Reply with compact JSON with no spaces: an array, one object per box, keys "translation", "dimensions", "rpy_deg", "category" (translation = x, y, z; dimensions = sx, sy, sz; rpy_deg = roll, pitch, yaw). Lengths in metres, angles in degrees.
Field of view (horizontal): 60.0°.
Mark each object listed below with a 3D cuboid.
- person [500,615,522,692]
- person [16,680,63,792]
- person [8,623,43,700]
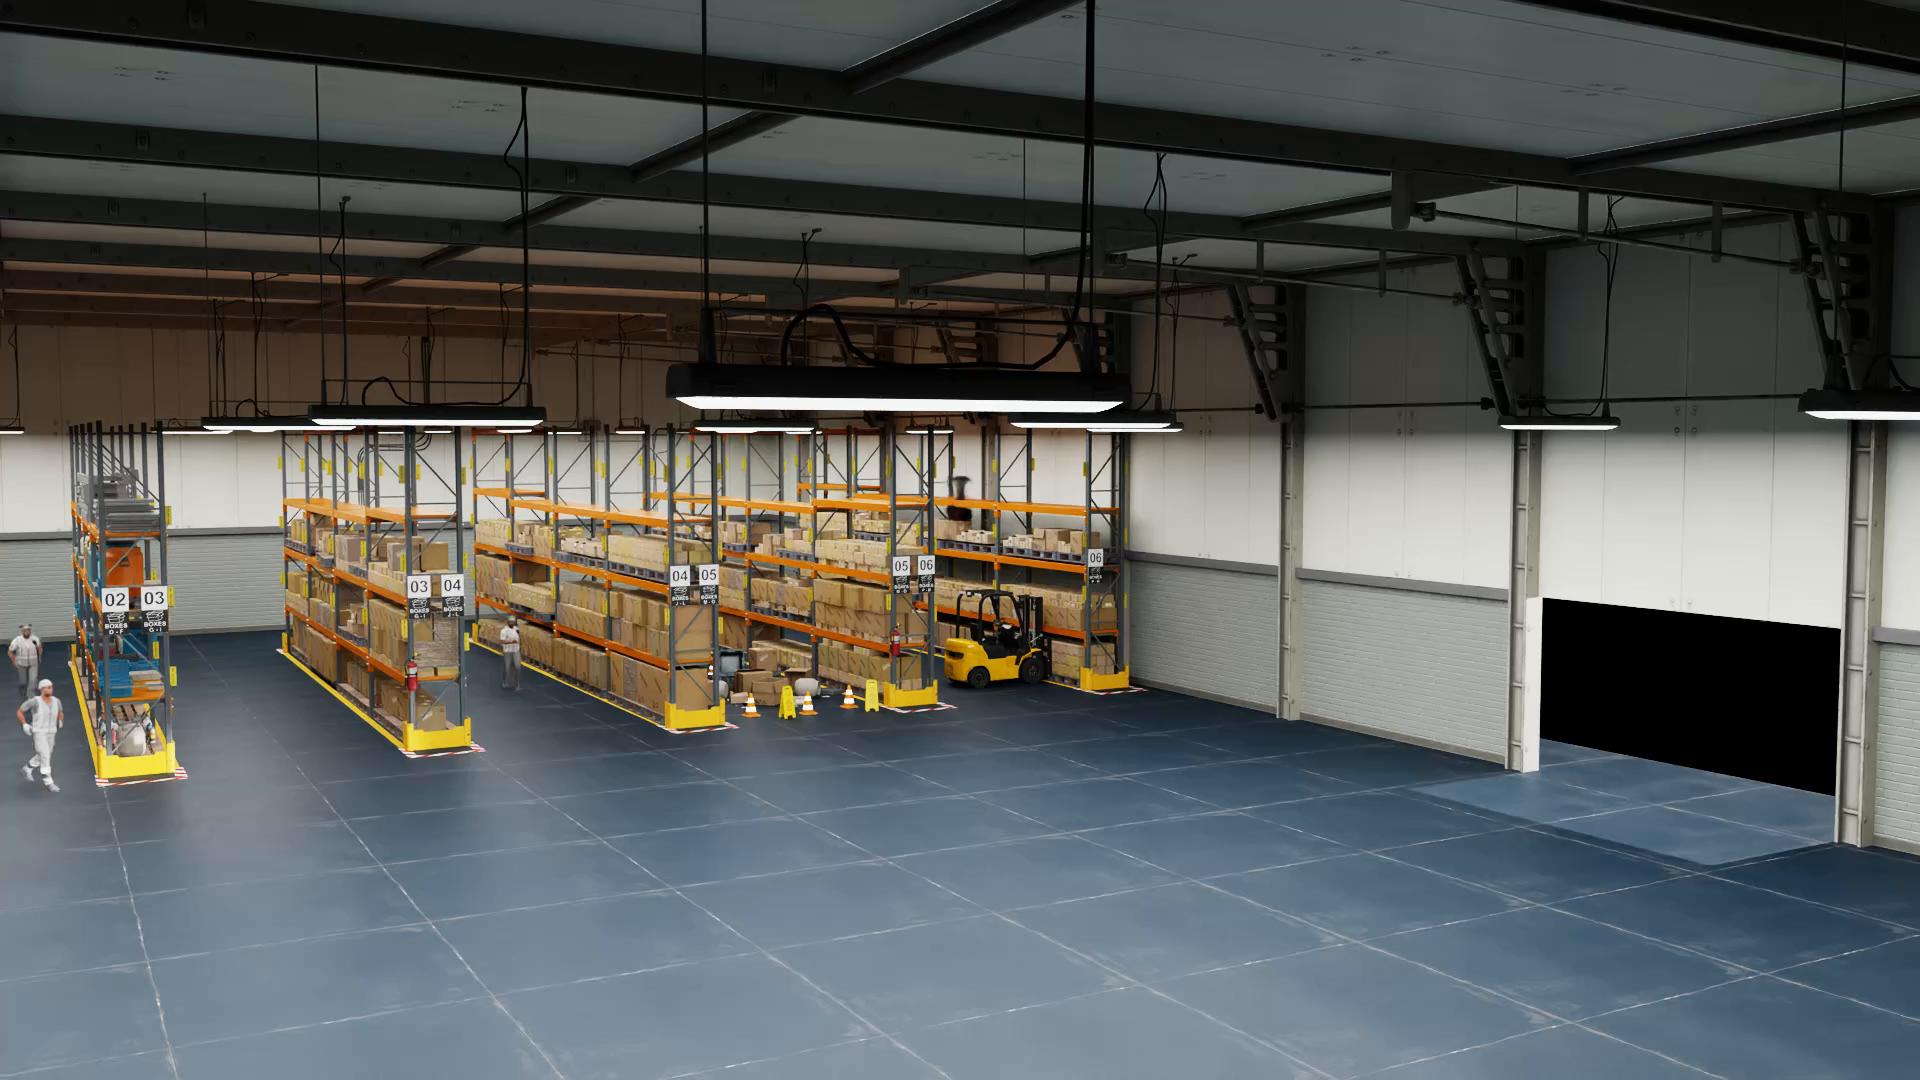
[{"translation":[-10.147,2.558,37.562],"dimensions":[0.519,1.749,0.847],"rpy_deg":[-2,4,-32],"category":"person"},{"translation":[-14.972,3.168,27.140],"dimensions":[0.969,1.795,0.695],"rpy_deg":[2,4,27],"category":"person"},{"translation":[-20.104,2.653,35.814],"dimensions":[0.670,1.731,0.715],"rpy_deg":[-3,4,-38],"category":"person"}]
